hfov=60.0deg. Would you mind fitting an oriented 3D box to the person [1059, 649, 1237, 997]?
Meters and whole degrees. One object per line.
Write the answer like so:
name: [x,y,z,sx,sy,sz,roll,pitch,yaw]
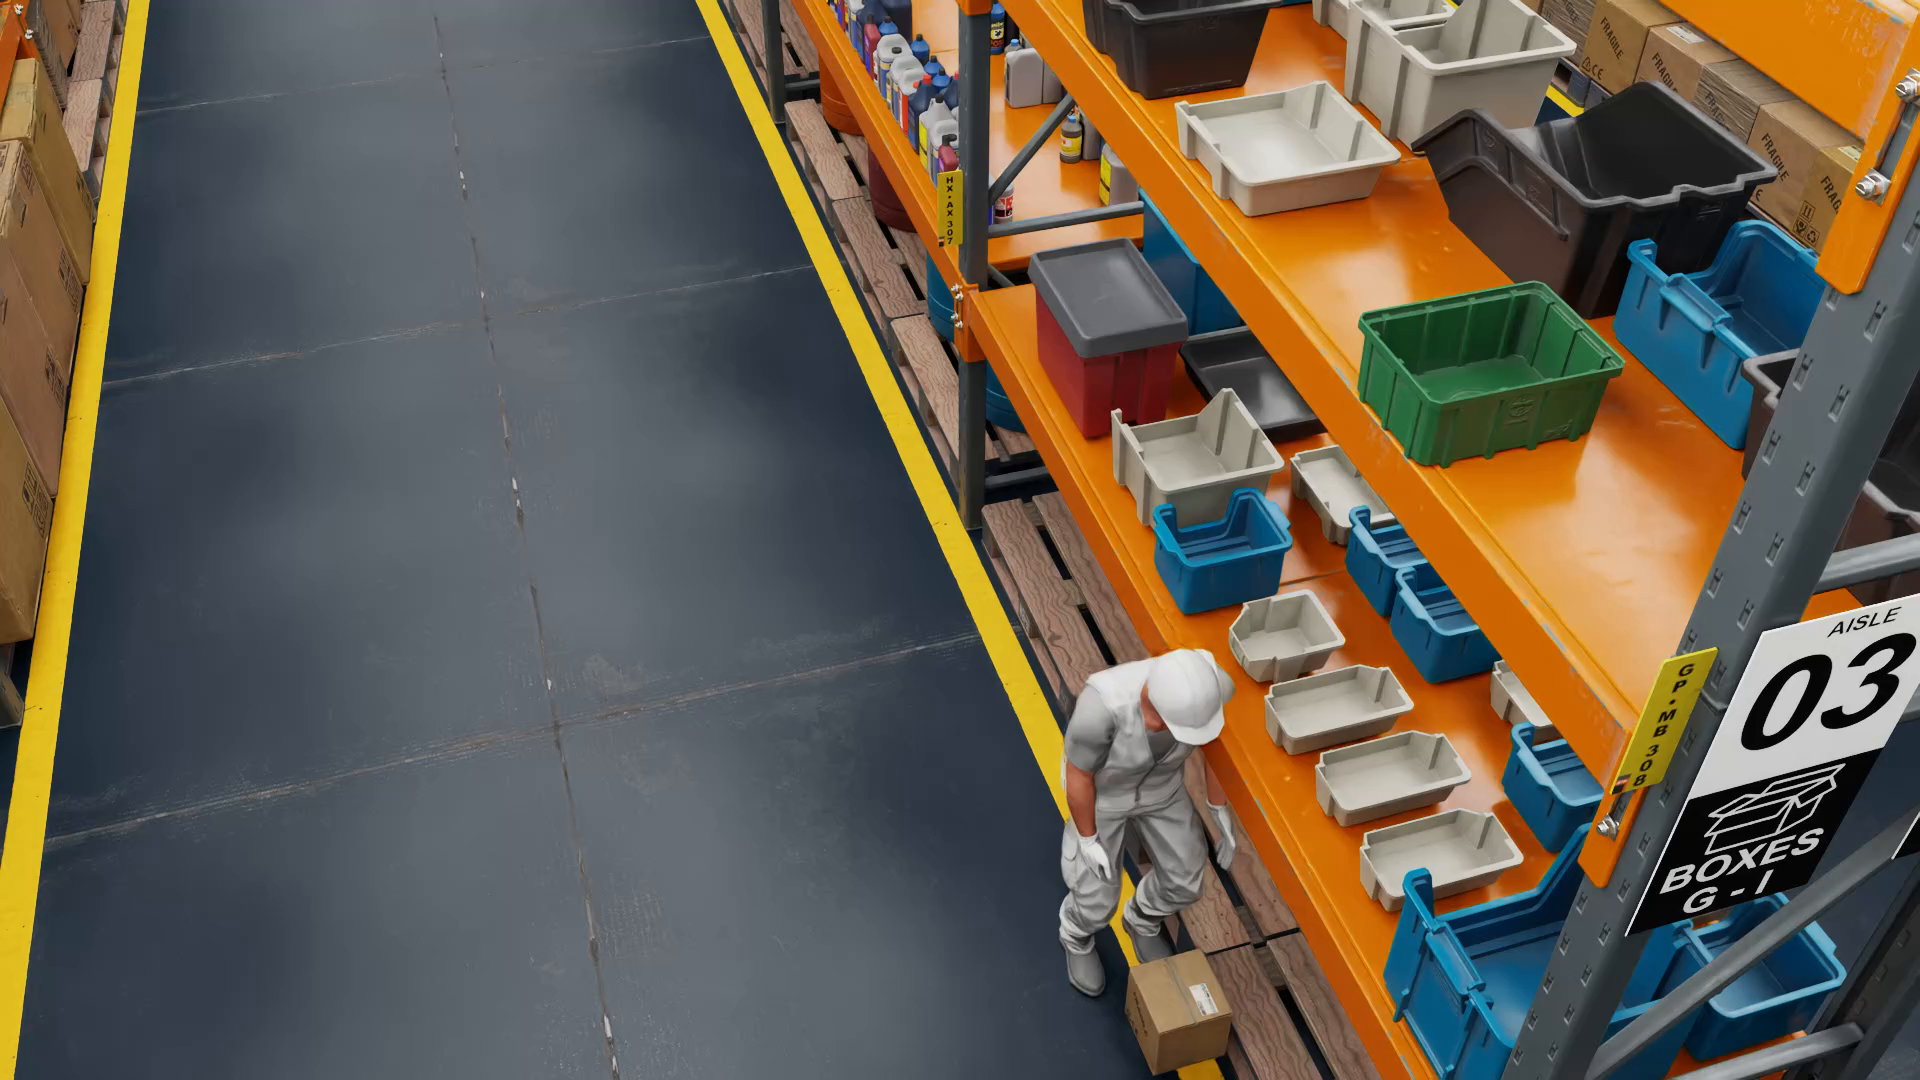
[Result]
person: [0.592,0.854,5.296,0.564,1.647,0.580,-11,43,-12]
